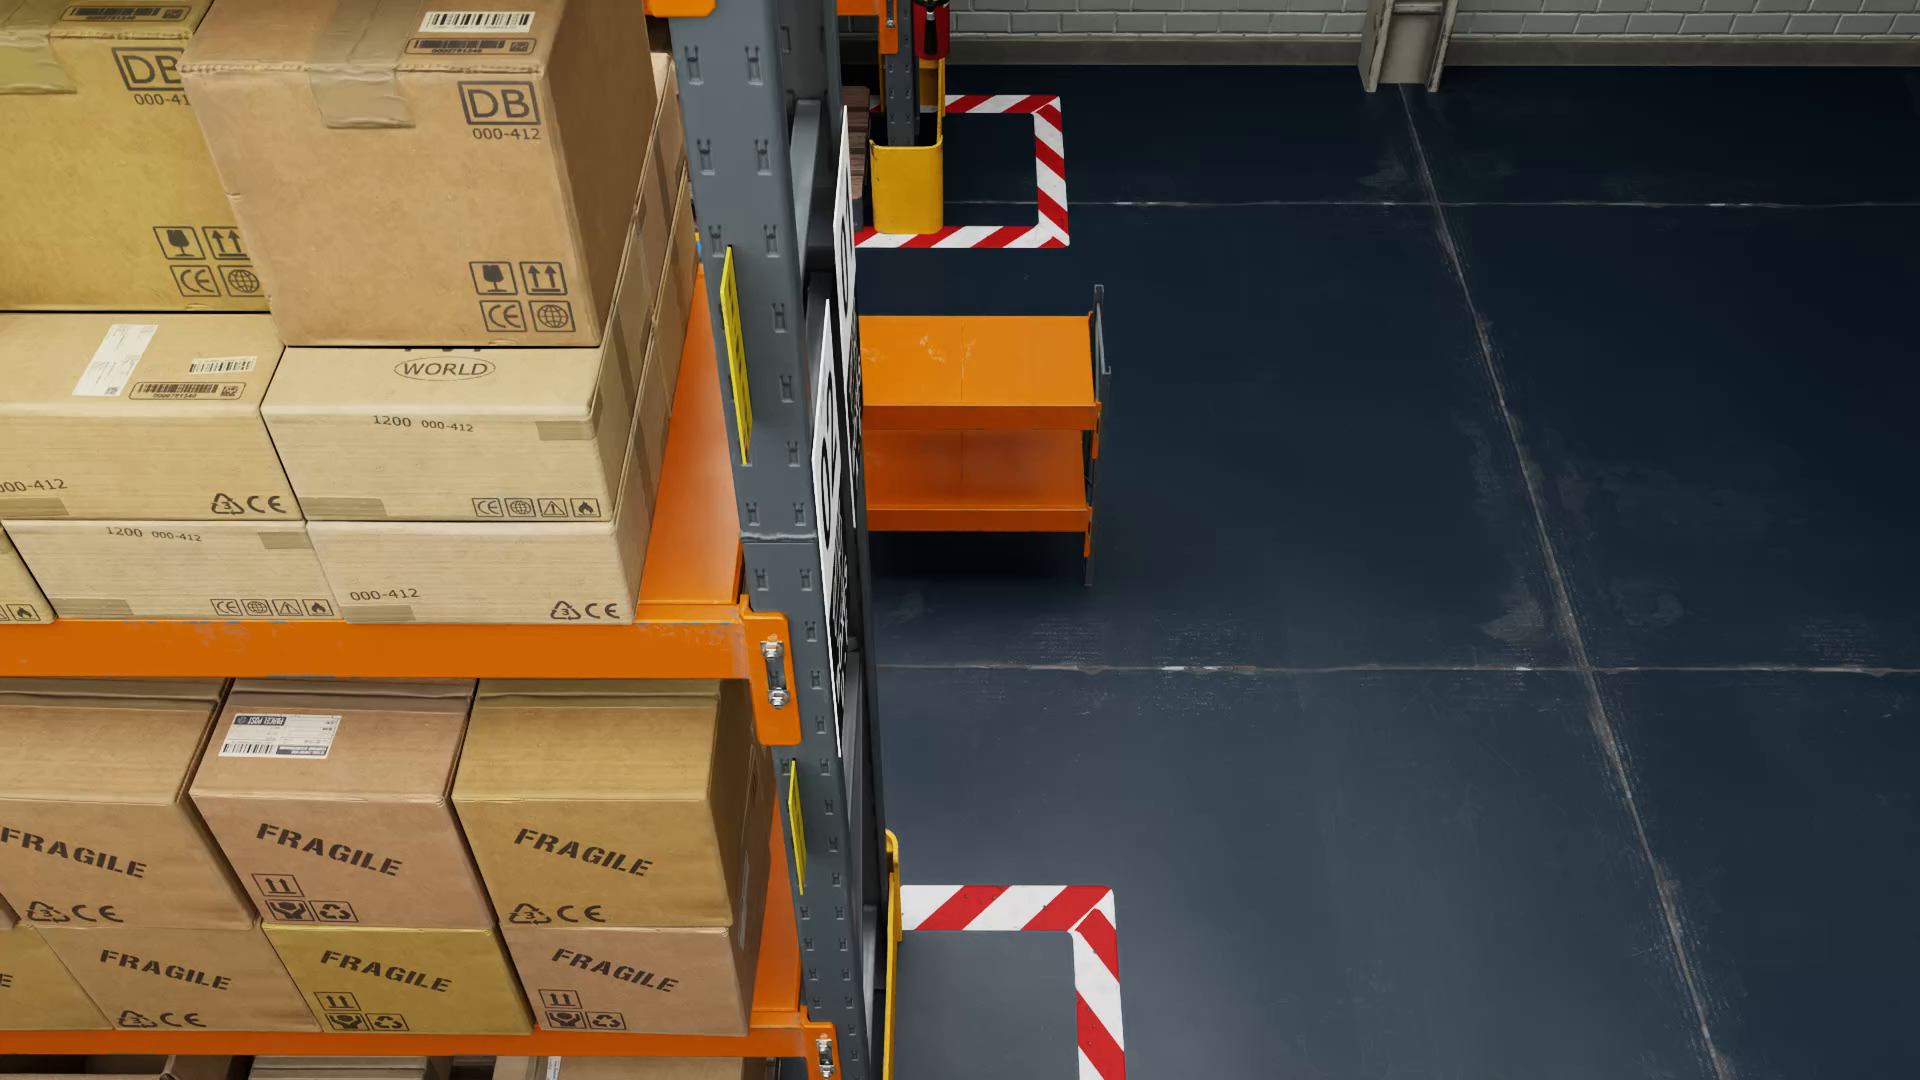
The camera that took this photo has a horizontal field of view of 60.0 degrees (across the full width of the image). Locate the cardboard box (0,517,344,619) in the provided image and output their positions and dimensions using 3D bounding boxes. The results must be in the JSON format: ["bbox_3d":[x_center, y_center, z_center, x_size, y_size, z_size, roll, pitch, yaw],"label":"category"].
[{"bbox_3d":[-1.309,-0.128,2.954,0.500,0.250,0.500,0,47,0],"label":"cardboard box"}]

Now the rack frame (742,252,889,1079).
[{"bbox_3d":[-0.295,0.661,4.166,0.127,3.000,1.000,0,47,0],"label":"rack frame"}]

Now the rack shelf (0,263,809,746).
[{"bbox_3d":[-2.295,-0.121,3.337,4.000,0.370,1.077,0,47,0],"label":"rack shelf"}]

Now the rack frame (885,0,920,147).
[{"bbox_3d":[-0.280,-2.965,7.541,0.127,3.000,1.000,0,47,0],"label":"rack frame"}]

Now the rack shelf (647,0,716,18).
[{"bbox_3d":[-2.295,-1.142,2.240,4.000,0.370,1.077,0,47,0],"label":"rack shelf"}]

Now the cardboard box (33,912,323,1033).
[{"bbox_3d":[-1.761,0.821,3.949,0.500,0.500,0.500,0,47,0],"label":"cardboard box"}]

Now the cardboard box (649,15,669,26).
[{"bbox_3d":[-1.361,-2.553,8.135,0.250,0.149,0.380,0,47,0],"label":"cardboard box"}]

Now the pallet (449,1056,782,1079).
[{"bbox_3d":[-1.168,1.610,5.189,1.213,0.211,1.003,0,47,0],"label":"pallet"}]

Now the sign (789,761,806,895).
[{"bbox_3d":[-0.317,0.565,3.249,0.005,0.325,0.100,0,47,0],"label":"sign"}]

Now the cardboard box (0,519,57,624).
[{"bbox_3d":[-1.809,-0.119,2.946,0.500,0.250,0.500,0,47,0],"label":"cardboard box"}]

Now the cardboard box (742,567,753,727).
[{"bbox_3d":[-0.737,0.092,3.944,0.500,0.500,0.500,1,47,1],"label":"cardboard box"}]

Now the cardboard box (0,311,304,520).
[{"bbox_3d":[-1.309,-0.296,2.769,0.500,0.250,0.500,0,47,0],"label":"cardboard box"}]

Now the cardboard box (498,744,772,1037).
[{"bbox_3d":[-0.744,0.825,3.945,0.500,0.500,0.500,1,47,1],"label":"cardboard box"}]

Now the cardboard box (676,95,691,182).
[{"bbox_3d":[-1.481,-2.186,8.237,0.500,0.500,0.700,0,47,0],"label":"cardboard box"}]

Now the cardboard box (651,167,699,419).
[{"bbox_3d":[-0.807,-0.497,3.298,0.500,0.250,0.500,0,47,0],"label":"cardboard box"}]

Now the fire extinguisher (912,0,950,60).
[{"bbox_3d":[-0.131,-2.473,7.391,0.183,0.674,0.296,0,47,0],"label":"fire extinguisher"}]

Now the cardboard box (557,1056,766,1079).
[{"bbox_3d":[-0.839,1.542,4.754,0.500,0.500,0.500,0,47,0],"label":"cardboard box"}]

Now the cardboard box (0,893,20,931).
[{"bbox_3d":[-2.278,0.486,3.578,0.500,0.500,0.500,1,47,1],"label":"cardboard box"}]

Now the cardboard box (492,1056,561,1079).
[{"bbox_3d":[-1.244,1.588,4.938,0.250,0.166,0.380,0,47,0],"label":"cardboard box"}]

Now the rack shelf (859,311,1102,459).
[{"bbox_3d":[0.007,-0.583,6.205,1.000,0.278,0.538,0,47,0],"label":"rack shelf"}]

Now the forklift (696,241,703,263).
[{"bbox_3d":[-2.407,-1.133,5.883,3.031,2.935,1.130,2,47,2],"label":"forklift"}]

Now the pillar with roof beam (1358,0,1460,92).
[{"bbox_3d":[2.407,-2.484,2.995,0.400,9.000,9.100,0,47,0],"label":"pillar with roof beam"}]

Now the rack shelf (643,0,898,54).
[{"bbox_3d":[-2.280,-2.725,7.810,4.000,0.370,1.077,0,47,0],"label":"rack shelf"}]

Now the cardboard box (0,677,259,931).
[{"bbox_3d":[-1.764,0.488,3.576,0.500,0.500,0.500,1,47,1],"label":"cardboard box"}]

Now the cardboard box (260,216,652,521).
[{"bbox_3d":[-0.809,-0.295,2.768,0.500,0.250,0.500,0,47,0],"label":"cardboard box"}]

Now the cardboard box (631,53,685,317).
[{"bbox_3d":[-0.807,-0.672,3.119,0.500,0.250,0.500,0,47,0],"label":"cardboard box"}]

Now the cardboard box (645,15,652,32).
[{"bbox_3d":[-1.611,-2.554,8.136,0.250,0.149,0.380,1,47,0],"label":"cardboard box"}]

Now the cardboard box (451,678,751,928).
[{"bbox_3d":[-0.741,0.486,3.577,0.500,0.500,0.500,0,47,0],"label":"cardboard box"}]

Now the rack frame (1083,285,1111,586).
[{"bbox_3d":[0.515,-0.382,6.418,0.032,1.125,0.500,0,47,0],"label":"rack frame"}]

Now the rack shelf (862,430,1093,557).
[{"bbox_3d":[0.007,-0.217,6.598,1.000,0.278,0.538,0,47,0],"label":"rack shelf"}]

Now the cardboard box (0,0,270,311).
[{"bbox_3d":[-1.308,-0.788,2.715,0.500,0.500,0.700,0,47,0],"label":"cardboard box"}]

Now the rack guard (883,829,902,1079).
[{"bbox_3d":[-0.371,1.513,5.081,0.348,0.500,1.175,0,47,0],"label":"rack guard"}]

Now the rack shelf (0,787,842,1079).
[{"bbox_3d":[-2.295,0.901,4.435,4.000,0.370,1.077,0,47,0],"label":"rack shelf"}]

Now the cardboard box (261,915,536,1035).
[{"bbox_3d":[-1.262,0.826,3.944,0.500,0.500,0.500,1,47,0],"label":"cardboard box"}]

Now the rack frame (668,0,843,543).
[{"bbox_3d":[-0.295,-1.383,1.970,0.127,3.000,1.000,0,47,0],"label":"rack frame"}]

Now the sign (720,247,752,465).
[{"bbox_3d":[-0.317,-0.256,2.366,0.005,0.325,0.100,0,47,0],"label":"sign"}]

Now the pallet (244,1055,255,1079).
[{"bbox_3d":[-2.385,1.604,5.194,1.213,0.211,1.003,0,47,0],"label":"pallet"}]

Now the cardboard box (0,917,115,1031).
[{"bbox_3d":[-2.265,0.819,3.951,0.500,0.500,0.500,0,47,0],"label":"cardboard box"}]

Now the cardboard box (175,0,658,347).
[{"bbox_3d":[-0.808,-0.725,2.656,0.500,0.500,0.700,0,47,0],"label":"cardboard box"}]

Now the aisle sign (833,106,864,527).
[{"bbox_3d":[-0.225,-0.439,3.415,0.004,0.787,0.394,0,47,0],"label":"aisle sign"}]

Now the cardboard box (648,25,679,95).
[{"bbox_3d":[-1.365,-2.273,7.875,0.250,0.149,0.380,1,47,1],"label":"cardboard box"}]

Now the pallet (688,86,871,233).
[{"bbox_3d":[-1.080,-1.960,8.511,1.213,0.211,1.003,0,47,0],"label":"pallet"}]

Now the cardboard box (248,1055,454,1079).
[{"bbox_3d":[-1.789,1.602,4.868,0.500,0.250,0.500,0,47,0],"label":"cardboard box"}]

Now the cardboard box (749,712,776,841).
[{"bbox_3d":[-0.737,0.433,4.310,0.500,0.500,0.500,1,47,1],"label":"cardboard box"}]

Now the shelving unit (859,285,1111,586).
[{"bbox_3d":[0.007,-0.383,6.419,1.048,1.125,0.538,0,47,0],"label":"shelving unit"}]

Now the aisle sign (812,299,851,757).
[{"bbox_3d":[-0.228,0.000,3.006,0.004,0.787,0.394,0,47,0],"label":"aisle sign"}]

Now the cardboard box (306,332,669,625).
[{"bbox_3d":[-0.809,-0.118,2.945,0.500,0.250,0.500,0,47,0],"label":"cardboard box"}]

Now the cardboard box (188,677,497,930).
[{"bbox_3d":[-1.246,0.486,3.578,0.500,0.500,0.500,1,47,1],"label":"cardboard box"}]

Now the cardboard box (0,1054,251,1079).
[{"bbox_3d":[-2.416,1.352,4.928,0.637,0.503,0.797,0,47,0],"label":"cardboard box"}]

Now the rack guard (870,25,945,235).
[{"bbox_3d":[-0.256,-2.113,8.456,0.348,0.500,1.175,0,47,0],"label":"rack guard"}]
